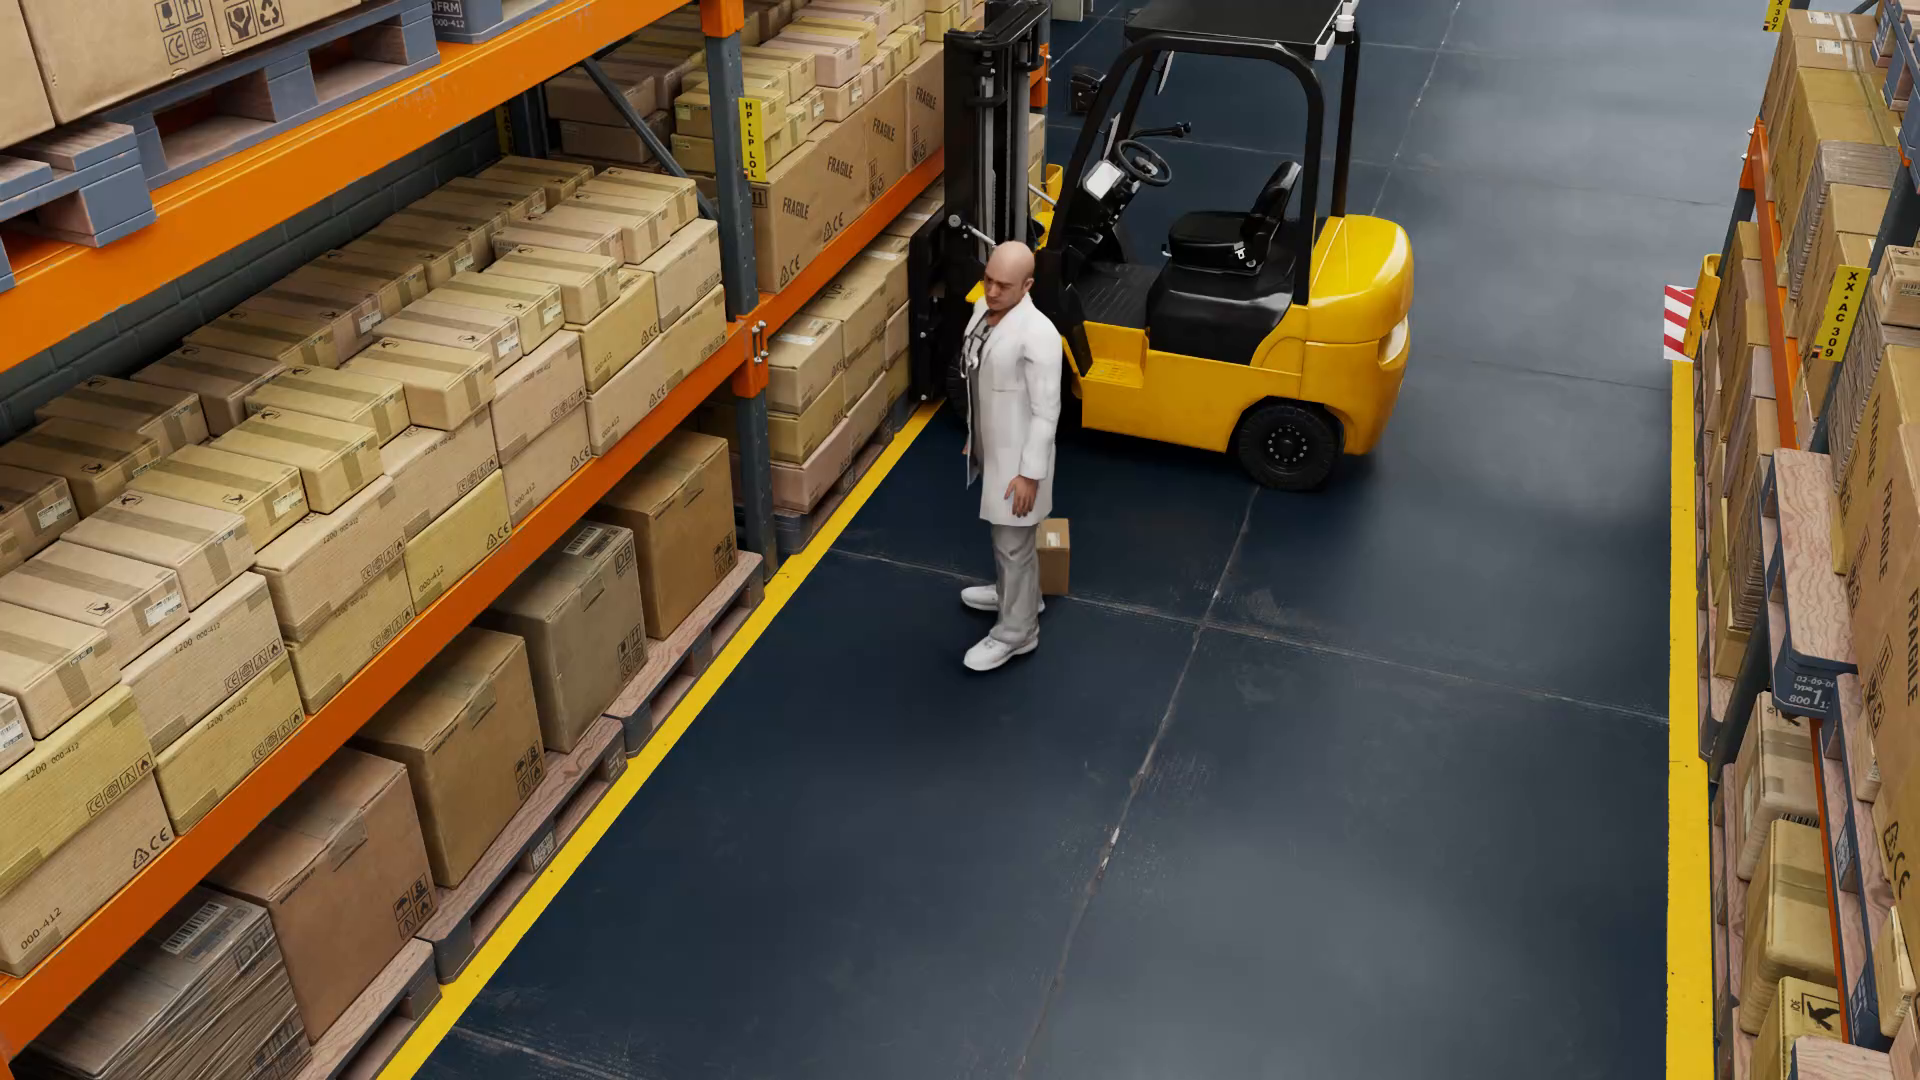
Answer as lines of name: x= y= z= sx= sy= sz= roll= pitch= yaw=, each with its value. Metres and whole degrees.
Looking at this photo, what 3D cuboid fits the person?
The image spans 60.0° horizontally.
person: x=0.172 y=-0.347 z=6.638 sx=0.494 sy=1.781 sz=0.625 roll=-12 pitch=35 yaw=-18
